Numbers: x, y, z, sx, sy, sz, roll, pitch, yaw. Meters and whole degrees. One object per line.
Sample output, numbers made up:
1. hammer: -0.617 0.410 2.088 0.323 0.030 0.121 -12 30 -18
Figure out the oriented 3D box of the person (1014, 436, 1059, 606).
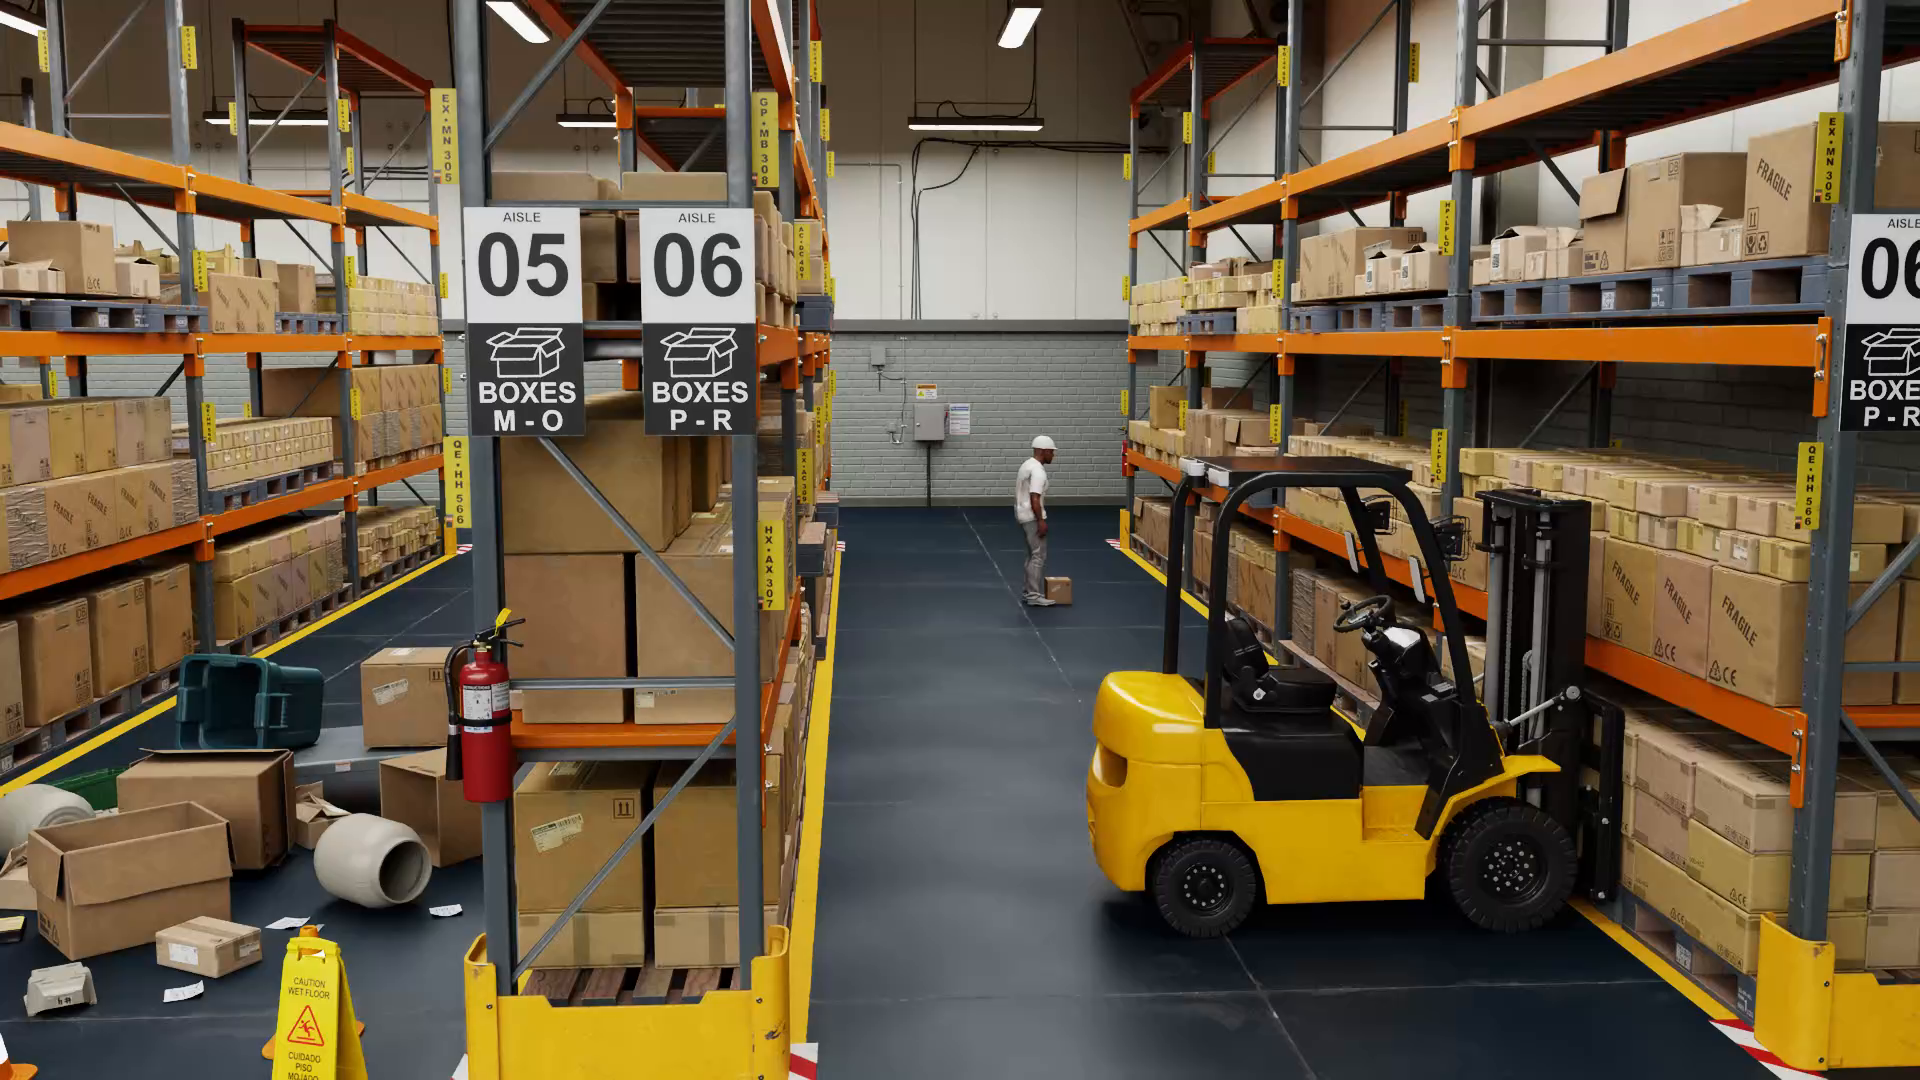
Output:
1. person: 0.809 -0.212 17.442 0.463 1.760 0.631 -1 7 -4
